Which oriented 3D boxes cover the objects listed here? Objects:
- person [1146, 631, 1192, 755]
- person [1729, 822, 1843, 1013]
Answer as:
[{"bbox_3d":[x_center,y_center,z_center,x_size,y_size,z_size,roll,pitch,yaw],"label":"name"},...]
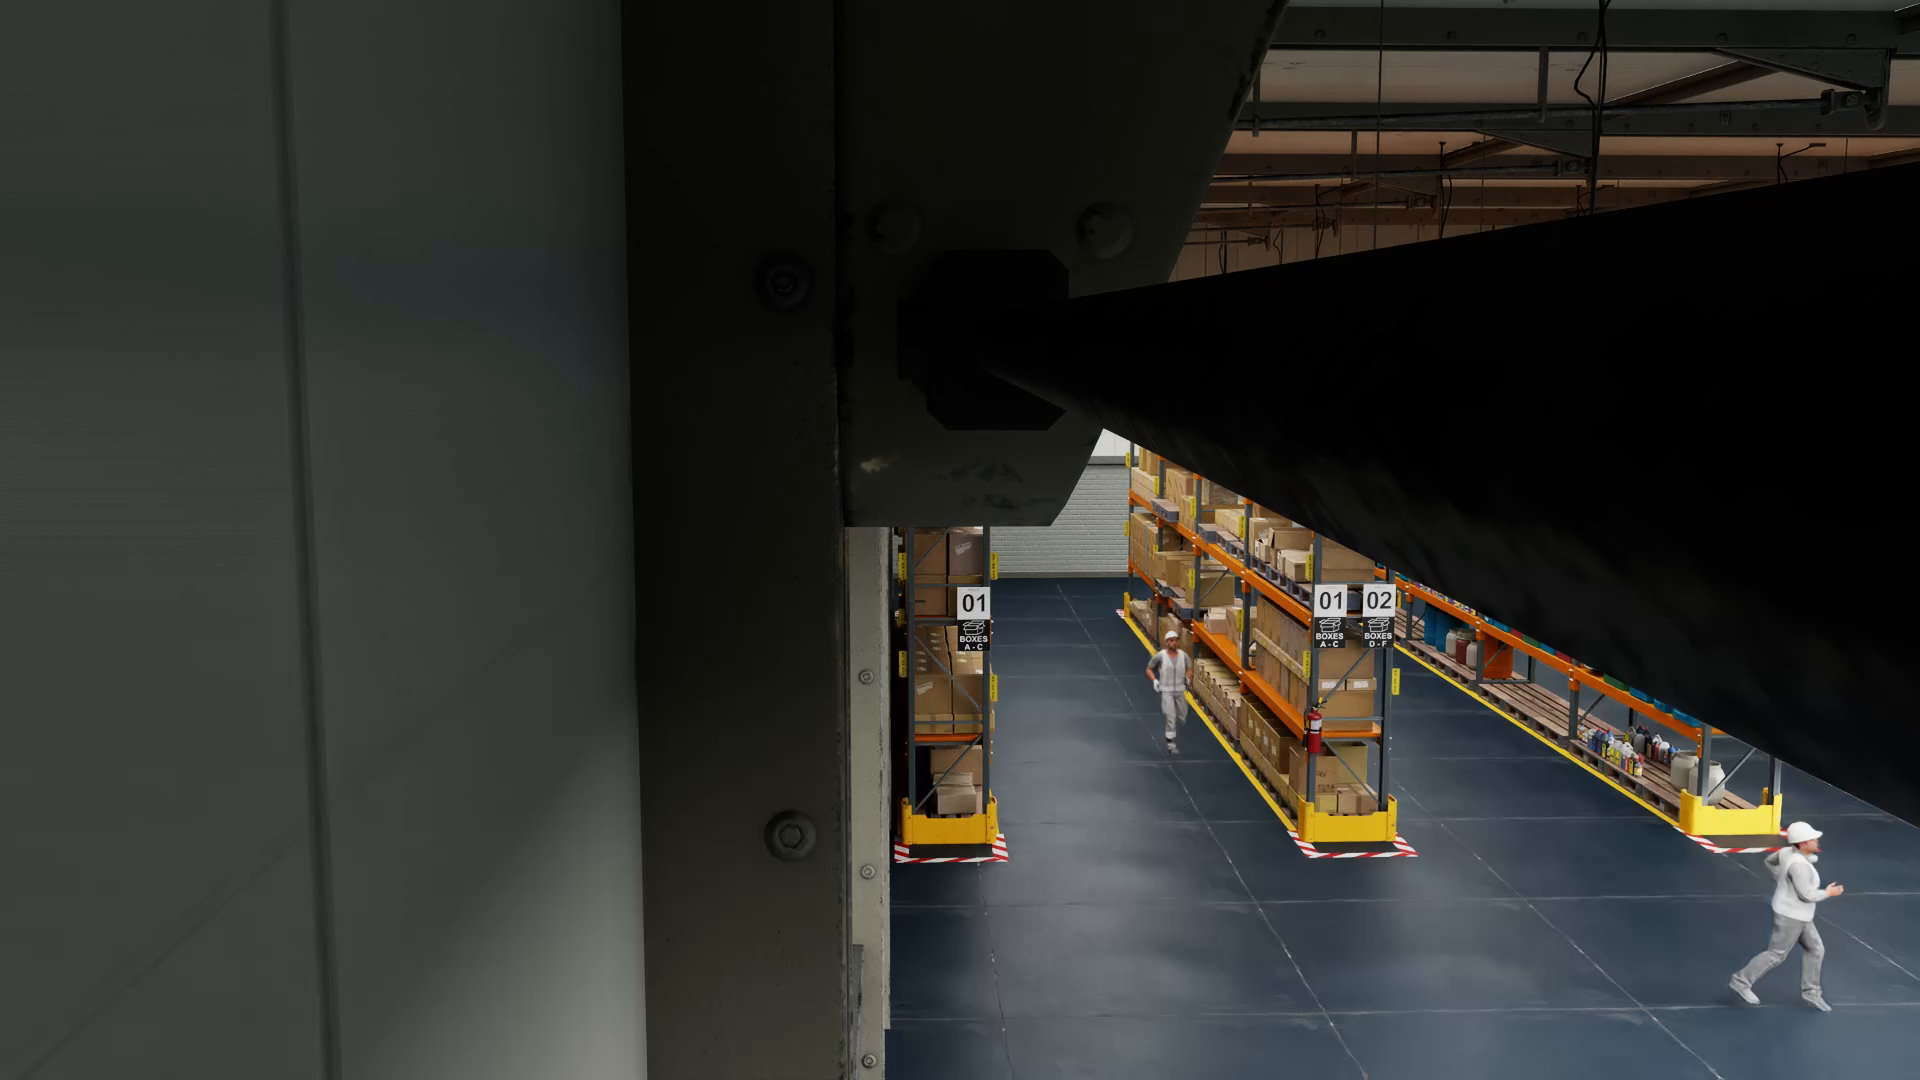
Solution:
[{"bbox_3d":[3.017,2.167,23.820,0.663,1.748,0.780,-1,7,-11],"label":"person"},{"bbox_3d":[7.665,3.487,15.437,0.908,1.820,0.663,3,8,21],"label":"person"}]
